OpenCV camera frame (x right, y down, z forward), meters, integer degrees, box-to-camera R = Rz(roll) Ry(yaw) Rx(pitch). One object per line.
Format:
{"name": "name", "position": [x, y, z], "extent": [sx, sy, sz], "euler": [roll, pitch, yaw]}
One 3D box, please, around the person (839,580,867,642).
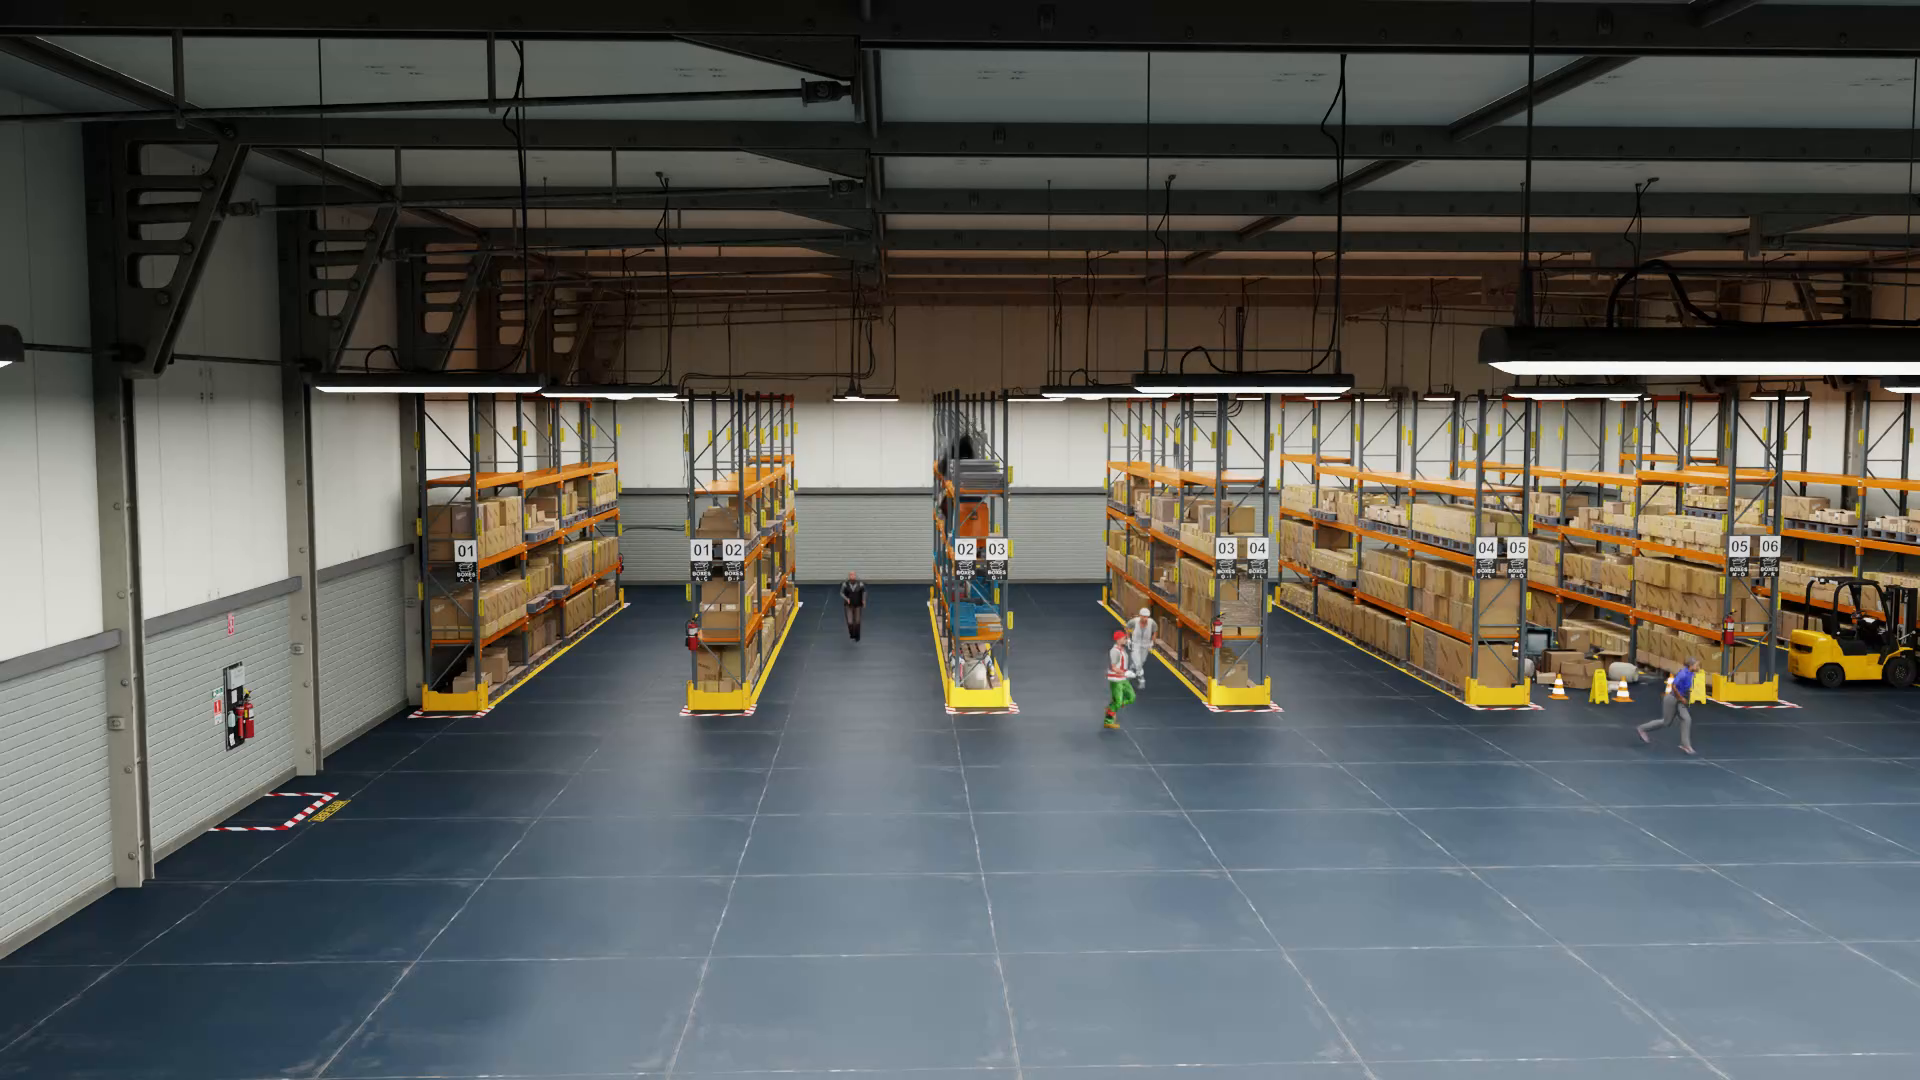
{"name": "person", "position": [-2.476, 1.650, 38.685], "extent": [0.653, 1.472, 0.501], "euler": [0, 5, -4]}

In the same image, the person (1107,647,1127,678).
{"name": "person", "position": [2.780, 2.138, 29.328], "extent": [0.326, 0.570, 0.409], "euler": [2, 5, 24]}

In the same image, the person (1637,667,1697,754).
{"name": "person", "position": [6.181, 2.173, 34.146], "extent": [17.406, 1.615, 5.853], "euler": [3, 5, 32]}

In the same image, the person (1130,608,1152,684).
{"name": "person", "position": [3.571, 2.072, 33.029], "extent": [0.428, 1.536, 1.076], "euler": [0, 5, -6]}
